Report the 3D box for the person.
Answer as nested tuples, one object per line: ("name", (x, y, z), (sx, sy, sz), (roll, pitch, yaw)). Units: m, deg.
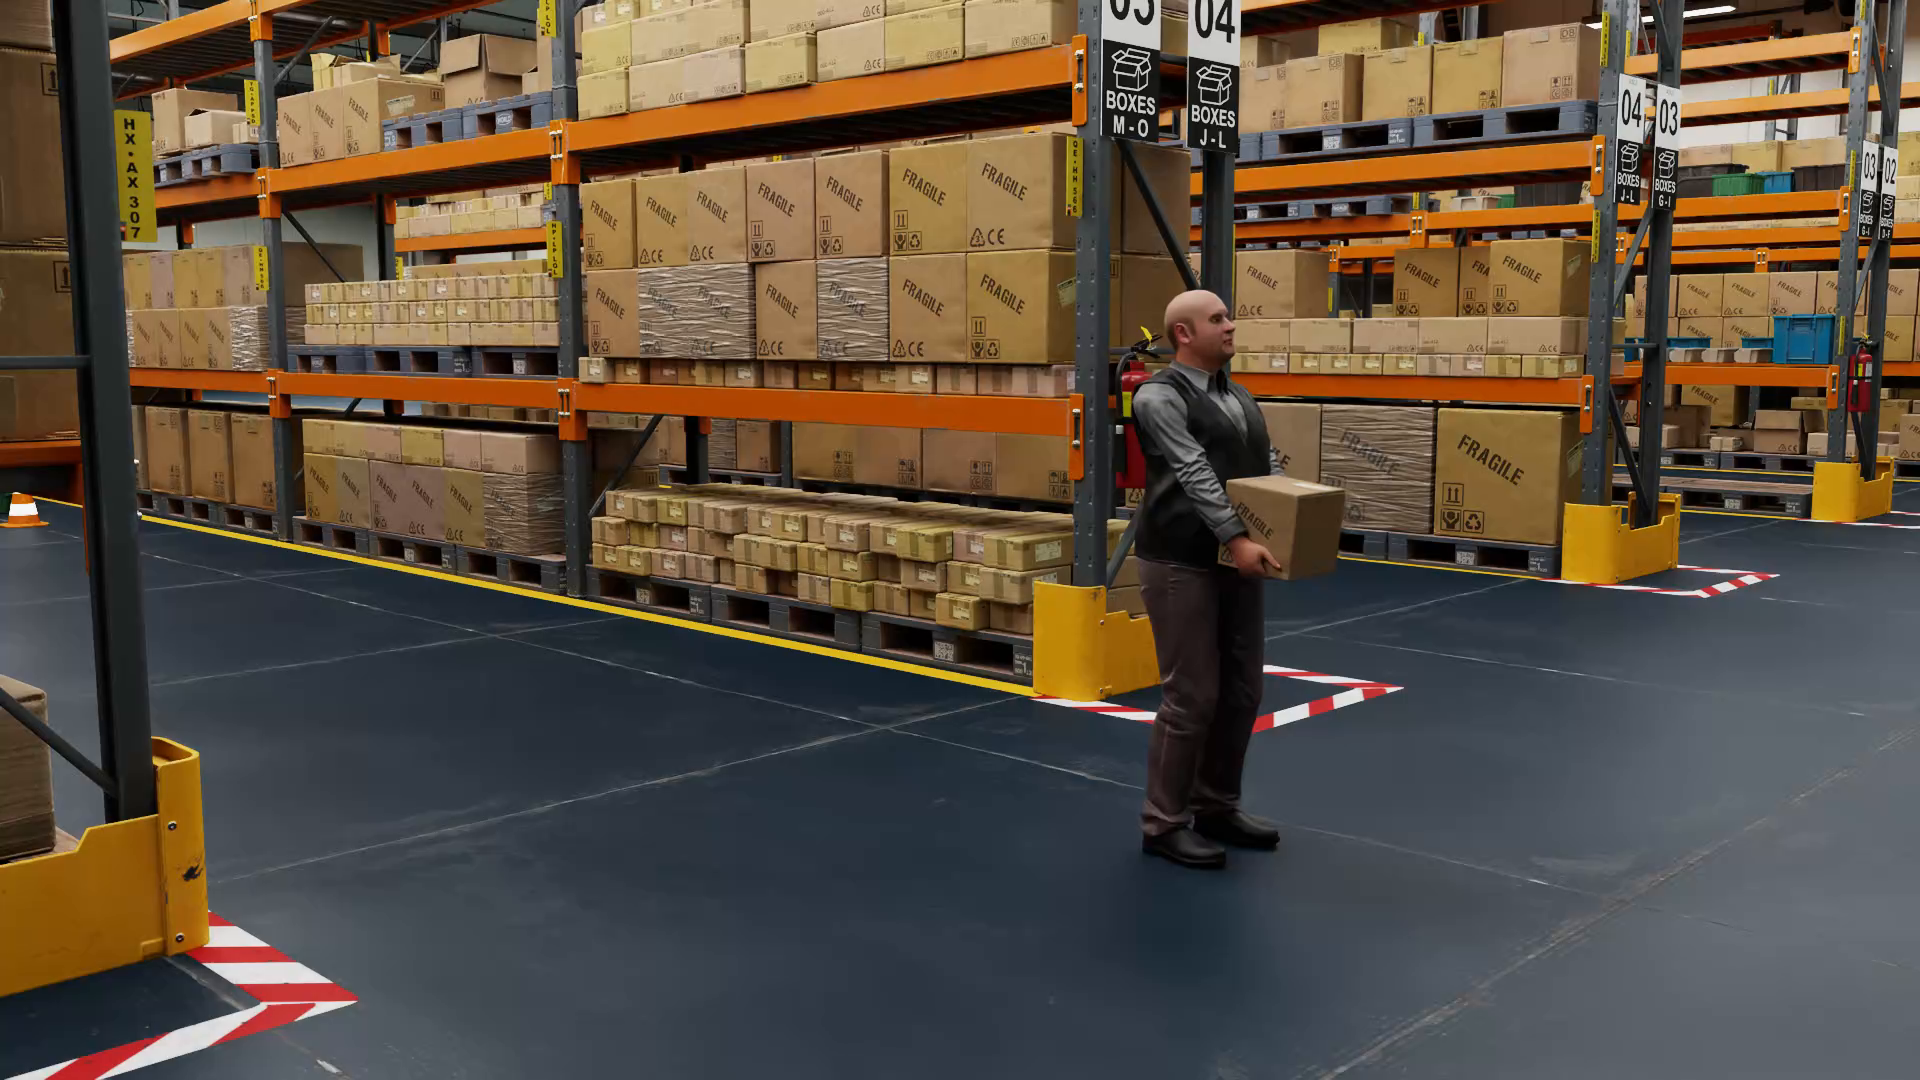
("person", (0.818, 0.107, 5.022), (0.551, 1.711, 0.494), (7, 10, 44))
